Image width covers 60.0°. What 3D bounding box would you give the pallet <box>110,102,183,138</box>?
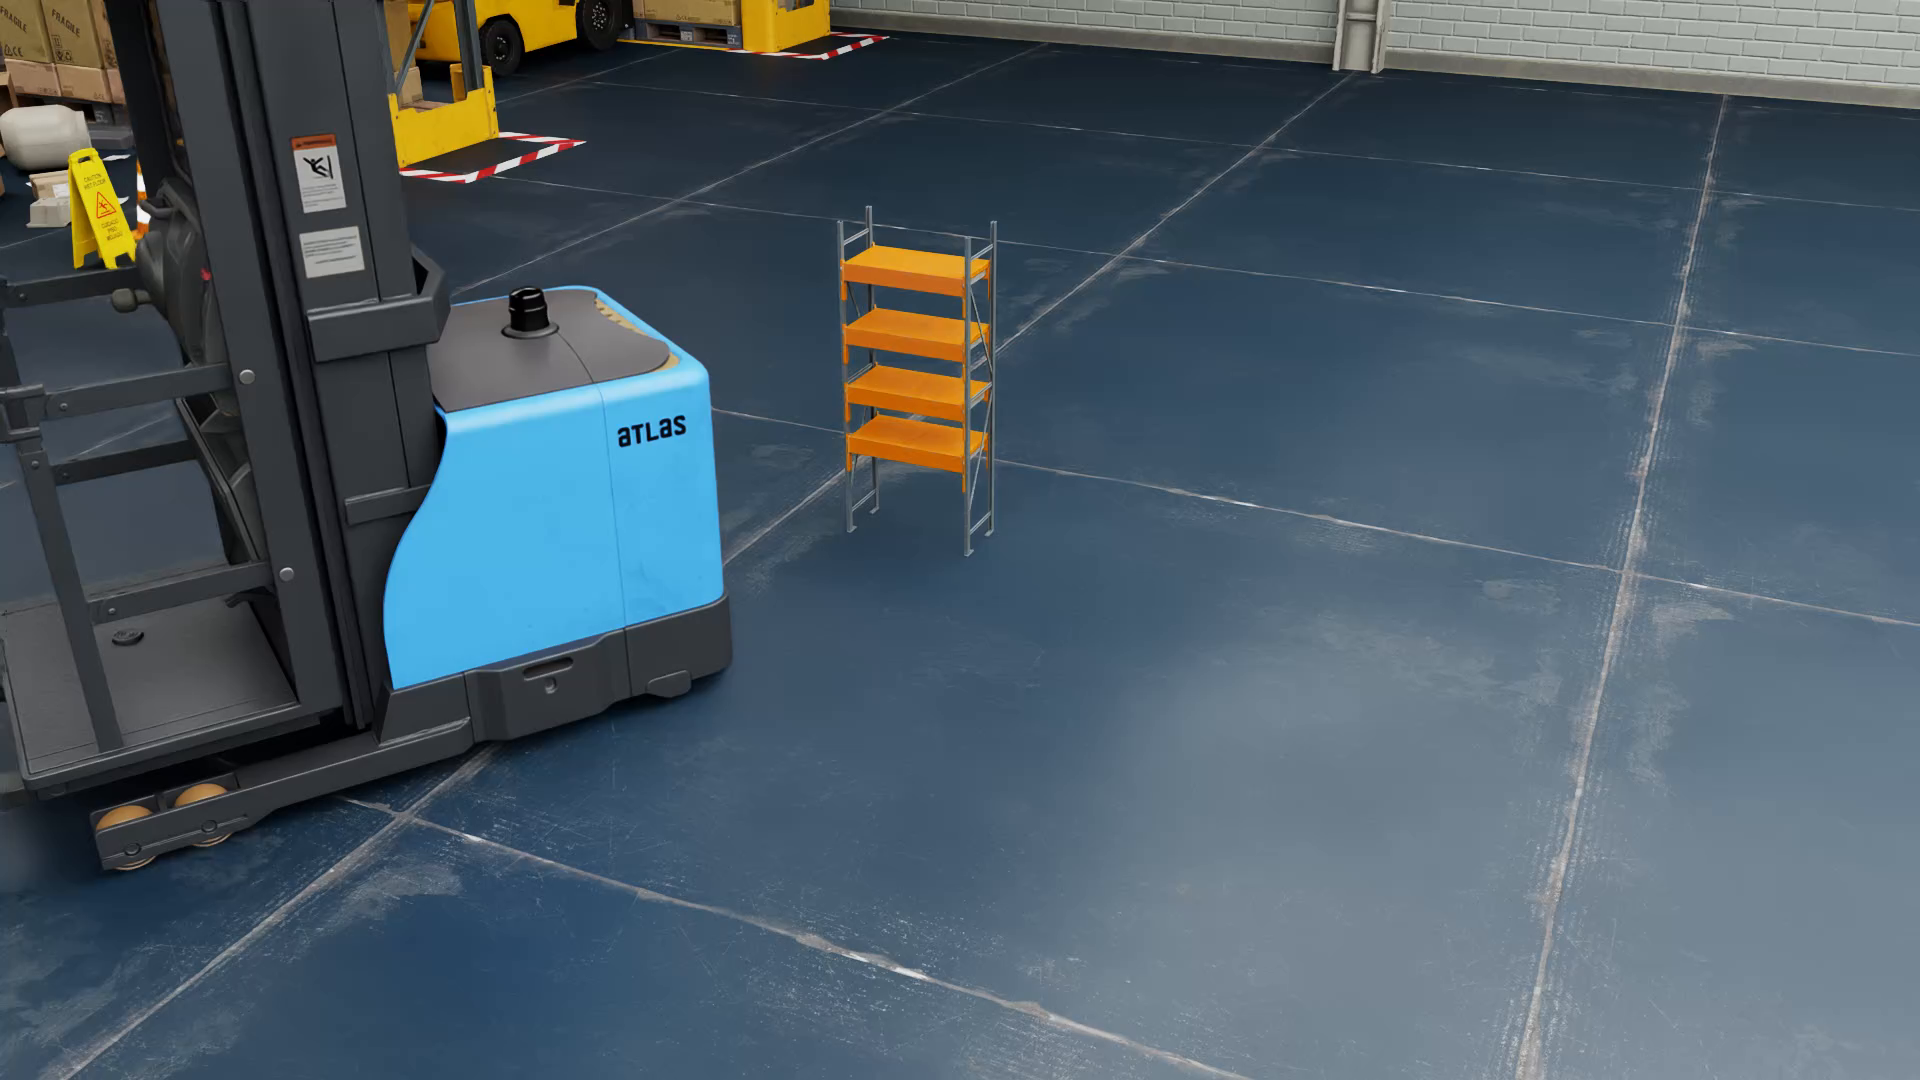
[{"bbox_3d":[-5.625,-3.282,12.678,1.213,0.211,1.003,11,28,22],"label":"pallet"}]

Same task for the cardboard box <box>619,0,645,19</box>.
[{"bbox_3d":[-3.132,-5.233,16.121,0.500,0.250,0.500,12,29,22],"label":"cardboard box"}]

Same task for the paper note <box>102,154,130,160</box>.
[{"bbox_3d":[-5.933,-2.694,11.687,0.148,0.019,0.142,2,26,4],"label":"paper note"}]

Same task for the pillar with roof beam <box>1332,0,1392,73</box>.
[{"bbox_3d":[1.746,-6.483,9.229,0.400,9.000,9.100,11,28,22],"label":"pillar with roof beam"}]

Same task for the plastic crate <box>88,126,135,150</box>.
[{"bbox_3d":[-6.276,-2.938,12.126,0.583,0.080,0.402,2,26,4],"label":"plastic crate"}]

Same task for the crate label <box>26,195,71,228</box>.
[{"bbox_3d":[-5.541,-2.019,10.196,0.298,0.136,0.250,-2,26,-5],"label":"crate label"}]

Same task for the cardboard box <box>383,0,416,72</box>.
[{"bbox_3d":[-4.366,-3.687,12.131,0.500,0.500,0.500,10,28,20],"label":"cardboard box"}]

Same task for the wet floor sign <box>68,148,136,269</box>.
[{"bbox_3d":[-4.835,-1.859,9.295,0.232,0.644,0.267,6,27,13],"label":"wet floor sign"}]

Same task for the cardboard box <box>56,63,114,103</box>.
[{"bbox_3d":[-6.450,-3.510,12.620,0.500,0.250,0.500,13,29,25],"label":"cardboard box"}]

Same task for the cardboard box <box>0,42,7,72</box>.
[{"bbox_3d":[-7.844,-3.969,13.415,0.625,0.372,0.950,12,29,22],"label":"cardboard box"}]

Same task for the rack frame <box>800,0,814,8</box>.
[{"bbox_3d":[-1.673,-6.130,15.304,0.127,3.000,1.000,11,28,22],"label":"rack frame"}]

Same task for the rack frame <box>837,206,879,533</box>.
[{"bbox_3d":[-0.373,-0.613,6.137,0.015,1.200,0.240,11,28,22],"label":"rack frame"}]

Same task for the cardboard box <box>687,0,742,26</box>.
[{"bbox_3d":[-2.232,-5.043,15.735,0.500,0.250,0.500,12,28,22],"label":"cardboard box"}]

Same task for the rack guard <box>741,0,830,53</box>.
[{"bbox_3d":[-1.651,-5.004,15.847,0.348,0.500,1.175,11,28,22],"label":"rack guard"}]

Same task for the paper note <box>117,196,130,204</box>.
[{"bbox_3d":[-5.409,-2.173,10.630,0.142,0.019,0.148,2,26,4],"label":"paper note"}]

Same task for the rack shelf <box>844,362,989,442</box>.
[{"bbox_3d":[-0.151,-0.508,6.076,0.480,0.148,0.258,11,28,22],"label":"rack shelf"}]

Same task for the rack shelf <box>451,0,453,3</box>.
[{"bbox_3d":[-5.545,-4.176,12.150,4.000,0.370,1.077,11,28,22],"label":"rack shelf"}]

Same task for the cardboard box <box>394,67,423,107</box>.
[{"bbox_3d":[-4.344,-3.347,12.289,0.500,0.250,0.500,11,28,21],"label":"cardboard box"}]

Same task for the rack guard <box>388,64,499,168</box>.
[{"bbox_3d":[-3.794,-3.025,11.829,0.348,0.500,1.175,11,28,22],"label":"rack guard"}]

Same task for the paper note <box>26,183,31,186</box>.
[{"bbox_3d":[-6.120,-2.384,11.070,0.142,0.019,0.148,23,35,39],"label":"paper note"}]

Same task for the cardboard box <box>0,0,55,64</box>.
[{"bbox_3d":[-6.940,-3.939,12.644,0.500,0.500,0.500,13,29,24],"label":"cardboard box"}]

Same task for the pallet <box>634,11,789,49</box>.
[{"bbox_3d":[-2.387,-5.002,16.170,1.213,0.211,1.003,11,28,22],"label":"pallet"}]

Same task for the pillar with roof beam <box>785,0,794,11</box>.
[{"bbox_3d":[-3.716,-7.580,11.458,0.400,9.000,9.100,11,28,22],"label":"pillar with roof beam"}]

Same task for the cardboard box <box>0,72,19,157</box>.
[{"bbox_3d":[-6.953,-3.001,11.777,0.500,0.500,0.500,-12,29,-23],"label":"cardboard box"}]

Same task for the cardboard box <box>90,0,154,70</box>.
[{"bbox_3d":[-5.977,-3.751,12.260,0.500,0.500,0.500,13,29,24],"label":"cardboard box"}]

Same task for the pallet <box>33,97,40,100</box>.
[{"bbox_3d":[-8.075,-3.755,13.638,1.213,0.211,1.003,11,28,22],"label":"pallet"}]

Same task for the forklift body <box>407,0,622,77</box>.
[{"bbox_3d":[-4.155,-5.362,14.706,1.214,2.155,2.313,11,28,22],"label":"forklift body"}]

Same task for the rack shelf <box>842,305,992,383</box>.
[{"bbox_3d":[-0.151,-0.709,5.977,0.480,0.148,0.258,11,28,22],"label":"rack shelf"}]

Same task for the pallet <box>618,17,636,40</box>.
[{"bbox_3d":[-3.493,-5.225,16.624,1.213,0.211,1.003,11,28,22],"label":"pallet"}]

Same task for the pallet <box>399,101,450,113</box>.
[{"bbox_3d":[-4.518,-3.059,12.223,1.213,0.211,1.003,11,28,22],"label":"pallet"}]

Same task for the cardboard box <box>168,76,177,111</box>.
[{"bbox_3d":[-5.519,-3.319,12.232,0.500,0.250,0.500,10,28,20],"label":"cardboard box"}]

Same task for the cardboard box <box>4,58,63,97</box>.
[{"bbox_3d":[-6.940,-3.603,12.809,0.500,0.250,0.500,10,28,19],"label":"cardboard box"}]

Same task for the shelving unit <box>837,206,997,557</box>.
[{"bbox_3d":[-0.151,-0.569,6.046,0.503,1.200,0.258,11,28,22],"label":"shelving unit"}]

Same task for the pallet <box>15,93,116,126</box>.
[{"bbox_3d":[-6.740,-3.505,13.130,1.213,0.211,1.003,11,28,22],"label":"pallet"}]

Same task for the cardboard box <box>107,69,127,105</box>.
[{"bbox_3d":[-5.966,-3.414,12.425,0.500,0.250,0.500,11,28,21],"label":"cardboard box"}]

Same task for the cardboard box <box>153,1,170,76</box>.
[{"bbox_3d":[-5.495,-3.655,12.066,0.500,0.500,0.500,11,28,21],"label":"cardboard box"}]

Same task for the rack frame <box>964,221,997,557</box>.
[{"bbox_3d":[0.071,-0.524,5.956,0.015,1.200,0.240,11,28,22],"label":"rack frame"}]

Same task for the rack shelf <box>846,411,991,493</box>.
[{"bbox_3d":[-0.151,-0.330,6.164,0.480,0.148,0.258,11,28,22],"label":"rack shelf"}]

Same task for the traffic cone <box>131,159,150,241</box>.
[{"bbox_3d":[-4.800,-2.046,9.882,0.334,0.463,0.336,11,28,22],"label":"traffic cone"}]

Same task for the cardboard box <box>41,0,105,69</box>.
[{"bbox_3d":[-6.448,-3.846,12.454,0.500,0.500,0.500,13,29,24],"label":"cardboard box"}]

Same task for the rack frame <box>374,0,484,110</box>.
[{"bbox_3d":[-3.724,-4.133,11.249,0.127,3.000,1.000,11,28,22],"label":"rack frame"}]

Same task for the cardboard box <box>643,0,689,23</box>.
[{"bbox_3d":[-2.680,-5.138,15.927,0.500,0.250,0.500,11,28,22],"label":"cardboard box"}]

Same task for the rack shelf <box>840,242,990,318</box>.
[{"bbox_3d":[-0.151,-0.921,5.873,0.480,0.148,0.258,11,28,22],"label":"rack shelf"}]

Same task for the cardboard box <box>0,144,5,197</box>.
[{"bbox_3d":[-6.371,-2.316,10.385,0.637,0.503,0.797,-7,27,-14],"label":"cardboard box"}]

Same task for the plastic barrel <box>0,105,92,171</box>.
[{"bbox_3d":[-6.231,-2.746,11.348,0.512,0.421,0.421,-12,29,-23],"label":"plastic barrel"}]

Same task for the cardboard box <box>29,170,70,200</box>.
[{"bbox_3d":[-5.753,-2.281,10.715,0.380,0.149,0.250,-18,31,-31],"label":"cardboard box"}]

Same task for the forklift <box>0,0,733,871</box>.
[{"bbox_3d":[-2.250,-0.699,4.351,3.031,2.935,1.130,-15,30,-28],"label":"forklift"}]

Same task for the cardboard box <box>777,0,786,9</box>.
[{"bbox_3d":[-2.039,-5.253,16.161,0.500,0.250,0.500,11,28,22],"label":"cardboard box"}]
